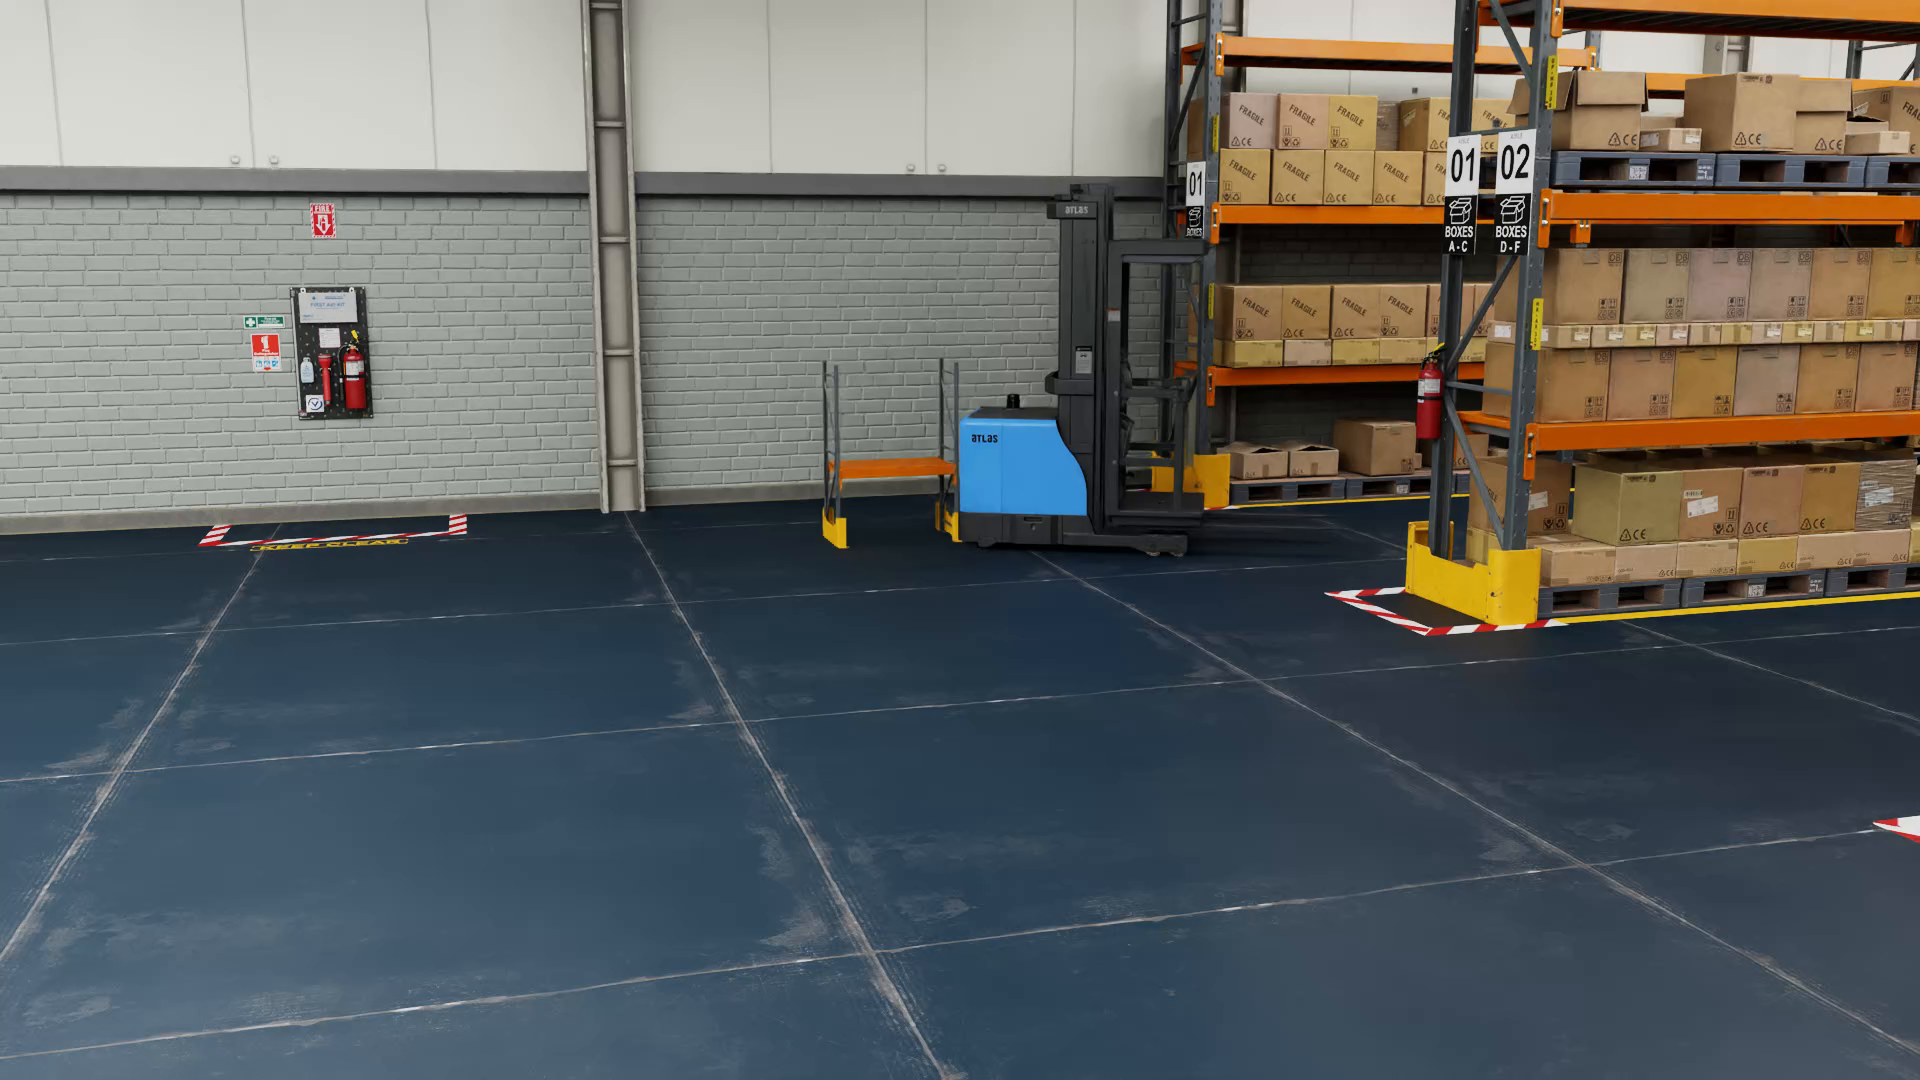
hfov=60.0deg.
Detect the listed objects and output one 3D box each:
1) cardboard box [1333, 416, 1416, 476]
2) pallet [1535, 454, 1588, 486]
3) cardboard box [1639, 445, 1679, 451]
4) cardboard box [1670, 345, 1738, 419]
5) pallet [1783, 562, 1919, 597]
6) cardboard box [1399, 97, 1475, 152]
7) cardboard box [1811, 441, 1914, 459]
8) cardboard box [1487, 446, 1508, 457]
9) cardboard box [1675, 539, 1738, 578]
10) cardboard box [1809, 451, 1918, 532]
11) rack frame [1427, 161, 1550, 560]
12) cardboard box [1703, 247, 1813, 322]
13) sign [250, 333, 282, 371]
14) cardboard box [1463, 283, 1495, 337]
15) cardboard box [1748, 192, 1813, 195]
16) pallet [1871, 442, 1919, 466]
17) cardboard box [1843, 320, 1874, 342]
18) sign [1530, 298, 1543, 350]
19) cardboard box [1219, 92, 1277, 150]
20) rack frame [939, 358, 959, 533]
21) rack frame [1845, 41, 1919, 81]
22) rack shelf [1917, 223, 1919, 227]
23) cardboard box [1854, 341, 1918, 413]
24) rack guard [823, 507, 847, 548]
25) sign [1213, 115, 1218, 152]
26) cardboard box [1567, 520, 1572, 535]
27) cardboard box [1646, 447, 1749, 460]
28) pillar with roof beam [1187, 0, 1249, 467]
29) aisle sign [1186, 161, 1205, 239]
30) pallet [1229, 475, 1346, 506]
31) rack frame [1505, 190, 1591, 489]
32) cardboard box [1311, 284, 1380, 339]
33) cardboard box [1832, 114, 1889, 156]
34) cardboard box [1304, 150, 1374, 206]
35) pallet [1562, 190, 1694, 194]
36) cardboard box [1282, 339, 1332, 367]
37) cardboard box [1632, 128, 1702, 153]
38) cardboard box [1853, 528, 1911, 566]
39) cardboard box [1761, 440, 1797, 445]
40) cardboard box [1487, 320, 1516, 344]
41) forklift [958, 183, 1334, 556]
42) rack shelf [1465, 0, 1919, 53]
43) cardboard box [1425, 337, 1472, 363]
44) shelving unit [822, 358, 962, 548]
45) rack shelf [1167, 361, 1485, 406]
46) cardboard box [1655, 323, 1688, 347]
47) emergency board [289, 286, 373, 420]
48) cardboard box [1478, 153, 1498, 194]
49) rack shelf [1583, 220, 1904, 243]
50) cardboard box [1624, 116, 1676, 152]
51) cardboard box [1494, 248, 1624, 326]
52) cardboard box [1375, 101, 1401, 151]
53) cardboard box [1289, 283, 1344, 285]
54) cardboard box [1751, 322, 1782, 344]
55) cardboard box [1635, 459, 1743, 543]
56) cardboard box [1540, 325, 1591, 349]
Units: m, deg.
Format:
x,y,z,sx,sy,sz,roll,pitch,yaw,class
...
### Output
x,y,z,sx,sy,sz,roll,pitch,yaw,class
4.123,-0.943,16.573,0.500,0.500,0.700,-4,11,-20,cardboard box
6.756,-0.750,17.538,1.213,0.211,1.003,-3,11,-16,pallet
7.193,-1.144,17.664,0.500,0.500,0.700,-3,11,-17,cardboard box
4.989,-1.141,11.681,0.500,0.500,0.700,-3,11,-16,cardboard box
6.622,0.183,12.467,1.213,0.211,1.003,-3,11,-16,pallet
4.582,-3.977,15.989,0.500,0.500,0.500,-3,11,-18,cardboard box
6.864,-0.475,12.705,0.500,0.500,0.500,-3,11,-16,cardboard box
5.504,-0.872,17.111,0.250,0.166,0.380,-5,11,-23,cardboard box
5.093,0.088,11.720,0.500,0.250,0.500,-3,11,-16,cardboard box
6.529,-0.359,12.076,0.500,0.500,0.500,-3,11,-16,cardboard box
3.556,-1.018,11.294,0.127,3.000,1.000,-3,11,-16,rack frame
5.527,-1.808,11.725,0.500,0.500,0.700,-3,11,-16,cardboard box
-6.105,-1.651,14.629,0.234,0.329,0.001,-3,11,-16,sign
5.164,-2.283,16.449,0.500,0.500,0.500,-3,11,-16,cardboard box
8.579,-3.771,17.618,0.637,0.503,0.797,-1,11,-8,cardboard box
10.627,-0.940,18.568,1.213,0.211,1.003,-3,11,-16,pallet
6.218,-1.487,11.771,0.250,0.149,0.380,-3,11,-16,cardboard box
3.706,-1.386,10.683,0.005,0.325,0.100,-3,11,-16,sign
2.606,-3.883,15.474,0.500,0.500,0.500,-4,11,-20,cardboard box
-0.094,-0.773,14.103,0.032,1.500,0.500,-3,11,-16,rack frame
9.849,-5.235,17.626,0.127,3.000,1.000,-3,11,-16,rack frame
9.317,-2.444,12.737,4.000,0.370,1.077,-3,11,-16,rack shelf
6.468,-1.219,12.105,0.500,0.500,0.700,-3,11,-17,cardboard box
-1.050,-0.107,13.937,0.087,0.250,0.587,-3,11,-16,rack guard
2.320,-3.690,15.108,0.005,0.325,0.100,-3,11,-16,sign
4.465,0.021,12.080,0.500,0.250,0.500,-3,11,-16,cardboard box
5.425,-0.399,12.290,0.500,0.500,0.500,-3,11,-16,cardboard box
3.802,-4.267,12.371,0.400,9.000,9.100,-3,11,-16,pillar with roof beam
2.183,-3.102,15.432,0.004,0.787,0.394,-3,11,-16,aisle sign
3.031,-0.547,16.434,1.213,0.211,1.003,-3,11,-16,pallet
6.009,-2.082,17.070,0.127,3.000,1.000,-3,11,-16,rack frame
3.686,-2.205,16.024,0.500,0.500,0.500,-3,11,-18,cardboard box
6.321,-2.921,12.041,0.500,0.311,0.500,-4,11,-19,cardboard box
3.582,-3.435,15.804,0.500,0.500,0.500,-2,11,-13,cardboard box
6.631,-3.477,16.885,1.003,0.211,1.213,-3,11,-16,pallet
3.220,-1.814,15.973,0.500,0.250,0.500,-3,11,-18,cardboard box
4.735,-2.674,11.151,0.250,0.149,0.380,-3,11,-16,cardboard box
6.530,0.010,12.142,0.500,0.250,0.500,-3,11,-16,cardboard box
8.646,-1.220,18.077,0.500,0.500,0.700,-3,11,-16,cardboard box
3.870,-1.439,11.511,0.250,0.149,0.380,-3,11,-17,cardboard box
1.547,-1.413,13.625,3.031,2.935,1.130,2,11,9,forklift
5.477,-3.520,11.402,4.000,0.370,1.077,-3,11,-16,rack shelf
4.679,-1.889,16.383,0.500,0.250,0.500,-3,11,-16,cardboard box
-0.573,-0.747,13.964,1.083,1.500,0.587,-3,11,-16,shelving unit
4.089,-1.627,16.585,4.000,0.370,1.077,-3,11,-16,rack shelf
4.729,-1.408,11.340,0.250,0.149,0.380,-3,11,-17,cardboard box
-5.546,-1.643,14.687,0.643,1.169,0.194,-3,11,-16,emergency board
5.104,-3.524,16.288,0.500,0.500,0.500,-4,11,-21,cardboard box
7.929,-3.304,17.413,4.000,0.370,1.077,-3,11,-16,rack shelf
4.588,-2.799,11.551,0.500,0.250,0.500,-3,11,-16,cardboard box
4.059,-1.730,11.298,0.500,0.500,0.700,-3,11,-16,cardboard box
3.994,-4.047,16.369,0.500,0.500,0.500,-3,11,-16,cardboard box
3.543,-2.296,16.520,0.500,0.500,0.500,-3,11,-18,cardboard box
5.469,-1.447,11.552,0.250,0.149,0.380,-3,11,-15,cardboard box
5.089,-0.283,11.663,0.500,0.500,0.500,-3,11,-16,cardboard box
3.993,-1.369,11.131,0.250,0.149,0.380,-3,11,-16,cardboard box
